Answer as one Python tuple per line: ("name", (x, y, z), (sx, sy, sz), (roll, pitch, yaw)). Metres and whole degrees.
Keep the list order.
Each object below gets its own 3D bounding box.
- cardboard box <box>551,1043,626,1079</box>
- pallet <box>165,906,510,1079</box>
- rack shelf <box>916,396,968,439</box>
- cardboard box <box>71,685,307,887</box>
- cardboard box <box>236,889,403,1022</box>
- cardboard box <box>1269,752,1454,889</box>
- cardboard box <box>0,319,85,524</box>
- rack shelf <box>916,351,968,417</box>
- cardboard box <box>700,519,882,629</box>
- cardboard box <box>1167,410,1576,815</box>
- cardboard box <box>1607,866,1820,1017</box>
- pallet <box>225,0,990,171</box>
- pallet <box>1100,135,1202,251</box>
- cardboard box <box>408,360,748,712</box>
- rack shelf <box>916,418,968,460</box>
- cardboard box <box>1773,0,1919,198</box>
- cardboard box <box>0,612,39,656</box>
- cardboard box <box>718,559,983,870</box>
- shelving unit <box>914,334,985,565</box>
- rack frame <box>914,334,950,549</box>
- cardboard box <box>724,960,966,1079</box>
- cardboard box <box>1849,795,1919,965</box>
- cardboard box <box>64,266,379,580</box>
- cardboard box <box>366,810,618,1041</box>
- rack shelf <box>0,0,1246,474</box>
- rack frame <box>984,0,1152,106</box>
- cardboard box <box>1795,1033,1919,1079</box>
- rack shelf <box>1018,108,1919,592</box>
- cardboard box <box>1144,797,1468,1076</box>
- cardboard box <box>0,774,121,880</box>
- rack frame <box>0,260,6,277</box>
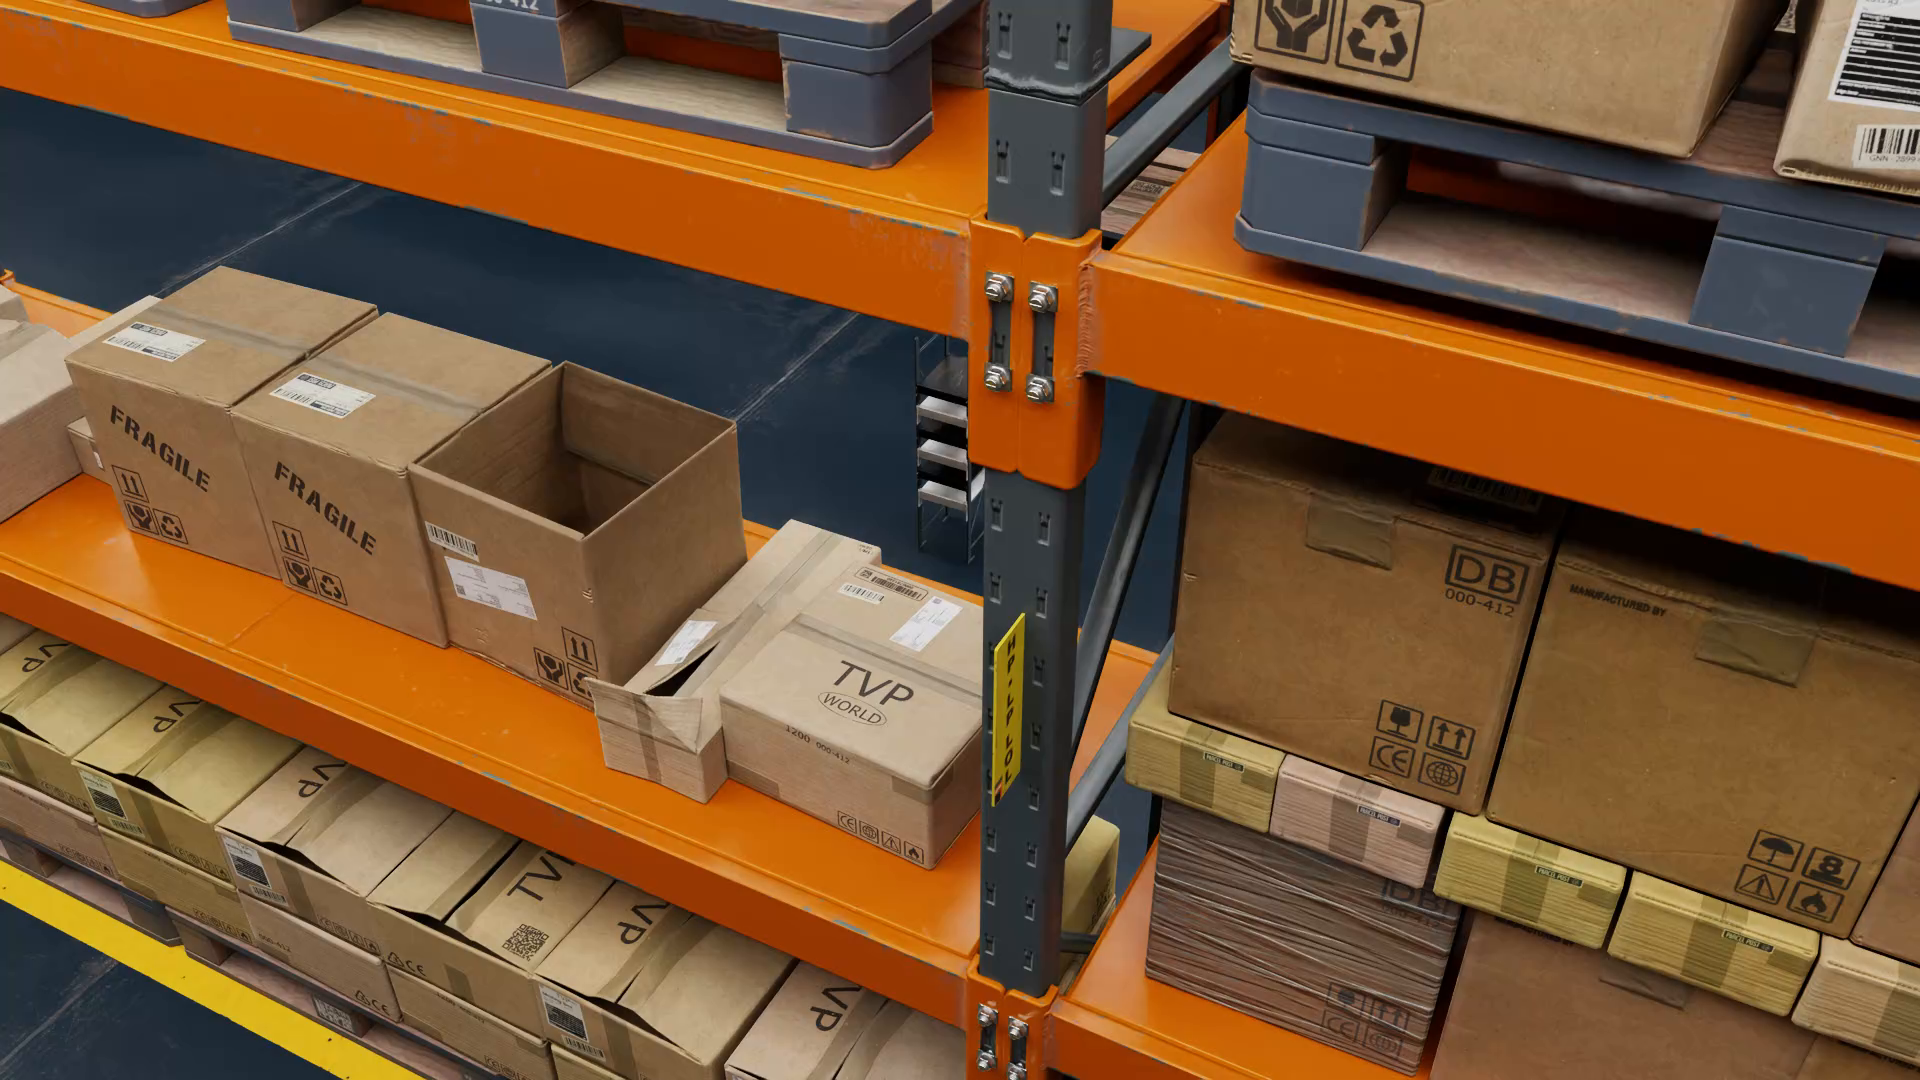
("cardboard box", (-0.634, 1.224, 4.084), (0.500, 0.250, 0.500), (17, 40, 21))
("pallet", (-1.444, 0.985, 4.777), (1.213, 0.211, 1.003), (17, 41, 21))
("rack shelf", (-0.007, -0.478, 5.892), (0.200, 0.077, 0.258), (17, 41, 21))
("cardboard box", (-1.984, 0.577, 4.472), (0.500, 0.311, 0.500), (16, 40, 20))
("cardboard box", (-1.540, 0.939, 4.458), (0.500, 0.250, 0.500), (18, 41, 22))
("cardboard box", (0.688, 0.347, 2.692), (0.250, 0.149, 0.380), (18, 41, 22))
("cardboard box", (-2.531, -0.327, 4.274), (0.500, 0.311, 0.500), (17, 40, 21))
("rack shelf", (-0.007, -0.549, 5.838), (0.200, 0.077, 0.258), (17, 41, 21))
("cardboard box", (-0.377, 0.141, 3.791), (0.250, 0.149, 0.380), (17, 41, 21))
("cardboard box", (0.712, -0.039, 2.665), (0.500, 0.500, 0.700), (18, 41, 22))
("cardboard box", (1.151, 0.490, 2.504), (0.250, 0.149, 0.380), (17, 40, 21))
("pallet", (-0.474, -0.960, 2.711), (1.217, 0.209, 0.805), (16, 40, 20))
("pallet", (0.794, -1.687, 8.297), (1.213, 0.211, 1.003), (17, 41, 21))
("cardboard box", (-0.827, -0.012, 3.702), (0.500, 0.500, 0.500), (20, 42, 25))
("rack shelf", (-0.007, -0.406, 5.947), (0.200, 0.077, 0.258), (17, 41, 21))
("cardboard box", (1.121, -0.553, 1.628), (0.500, 0.311, 0.500), (15, 40, 19))
("cardboard box", (-2.906, 0.293, 4.846), (0.500, 0.311, 0.500), (19, 41, 23))
("cardboard box", (-0.142, 0.343, 3.441), (0.500, 0.250, 0.500), (20, 42, 24))
("shelving unit", (-0.007, -0.361, 5.981), (0.210, 0.900, 0.258), (17, 41, 21))
("rack frame", (-0.097, -0.389, 6.018), (0.006, 0.900, 0.240), (17, 41, 21))
("cardboard box", (-0.176, 1.143, 3.726), (0.500, 0.311, 0.500), (17, 41, 21))
("cardboard box", (1.606, 0.240, 2.297), (0.500, 0.500, 0.700), (17, 41, 21))
("cardboard box", (-1.739, -0.297, 4.078), (0.500, 0.500, 0.500), (15, 40, 19))
("cardboard box", (-1.083, 0.862, 4.097), (0.500, 0.311, 0.500), (17, 40, 21))
("rack shelf", (-1.460, -1.067, 3.289), (4.000, 0.370, 1.077), (17, 41, 21))
("rack frame", (0.315, -1.992, 1.432), (0.127, 3.000, 1.000), (17, 41, 21))
("cardboard box", (1.627, 0.762, 2.682), (0.500, 0.500, 0.700), (18, 41, 22))
("rack shelf", (2.091, 0.045, 1.824), (4.000, 0.370, 1.077), (17, 41, 21))
("cardboard box", (0.712, 0.477, 3.058), (0.500, 0.500, 0.700), (16, 40, 20))
("cardboard box", (-2.460, 0.655, 4.833), (0.500, 0.250, 0.500), (16, 40, 20))
("rack frame", (-3.236, -0.715, 4.711), (0.127, 3.000, 1.000), (17, 41, 21))
